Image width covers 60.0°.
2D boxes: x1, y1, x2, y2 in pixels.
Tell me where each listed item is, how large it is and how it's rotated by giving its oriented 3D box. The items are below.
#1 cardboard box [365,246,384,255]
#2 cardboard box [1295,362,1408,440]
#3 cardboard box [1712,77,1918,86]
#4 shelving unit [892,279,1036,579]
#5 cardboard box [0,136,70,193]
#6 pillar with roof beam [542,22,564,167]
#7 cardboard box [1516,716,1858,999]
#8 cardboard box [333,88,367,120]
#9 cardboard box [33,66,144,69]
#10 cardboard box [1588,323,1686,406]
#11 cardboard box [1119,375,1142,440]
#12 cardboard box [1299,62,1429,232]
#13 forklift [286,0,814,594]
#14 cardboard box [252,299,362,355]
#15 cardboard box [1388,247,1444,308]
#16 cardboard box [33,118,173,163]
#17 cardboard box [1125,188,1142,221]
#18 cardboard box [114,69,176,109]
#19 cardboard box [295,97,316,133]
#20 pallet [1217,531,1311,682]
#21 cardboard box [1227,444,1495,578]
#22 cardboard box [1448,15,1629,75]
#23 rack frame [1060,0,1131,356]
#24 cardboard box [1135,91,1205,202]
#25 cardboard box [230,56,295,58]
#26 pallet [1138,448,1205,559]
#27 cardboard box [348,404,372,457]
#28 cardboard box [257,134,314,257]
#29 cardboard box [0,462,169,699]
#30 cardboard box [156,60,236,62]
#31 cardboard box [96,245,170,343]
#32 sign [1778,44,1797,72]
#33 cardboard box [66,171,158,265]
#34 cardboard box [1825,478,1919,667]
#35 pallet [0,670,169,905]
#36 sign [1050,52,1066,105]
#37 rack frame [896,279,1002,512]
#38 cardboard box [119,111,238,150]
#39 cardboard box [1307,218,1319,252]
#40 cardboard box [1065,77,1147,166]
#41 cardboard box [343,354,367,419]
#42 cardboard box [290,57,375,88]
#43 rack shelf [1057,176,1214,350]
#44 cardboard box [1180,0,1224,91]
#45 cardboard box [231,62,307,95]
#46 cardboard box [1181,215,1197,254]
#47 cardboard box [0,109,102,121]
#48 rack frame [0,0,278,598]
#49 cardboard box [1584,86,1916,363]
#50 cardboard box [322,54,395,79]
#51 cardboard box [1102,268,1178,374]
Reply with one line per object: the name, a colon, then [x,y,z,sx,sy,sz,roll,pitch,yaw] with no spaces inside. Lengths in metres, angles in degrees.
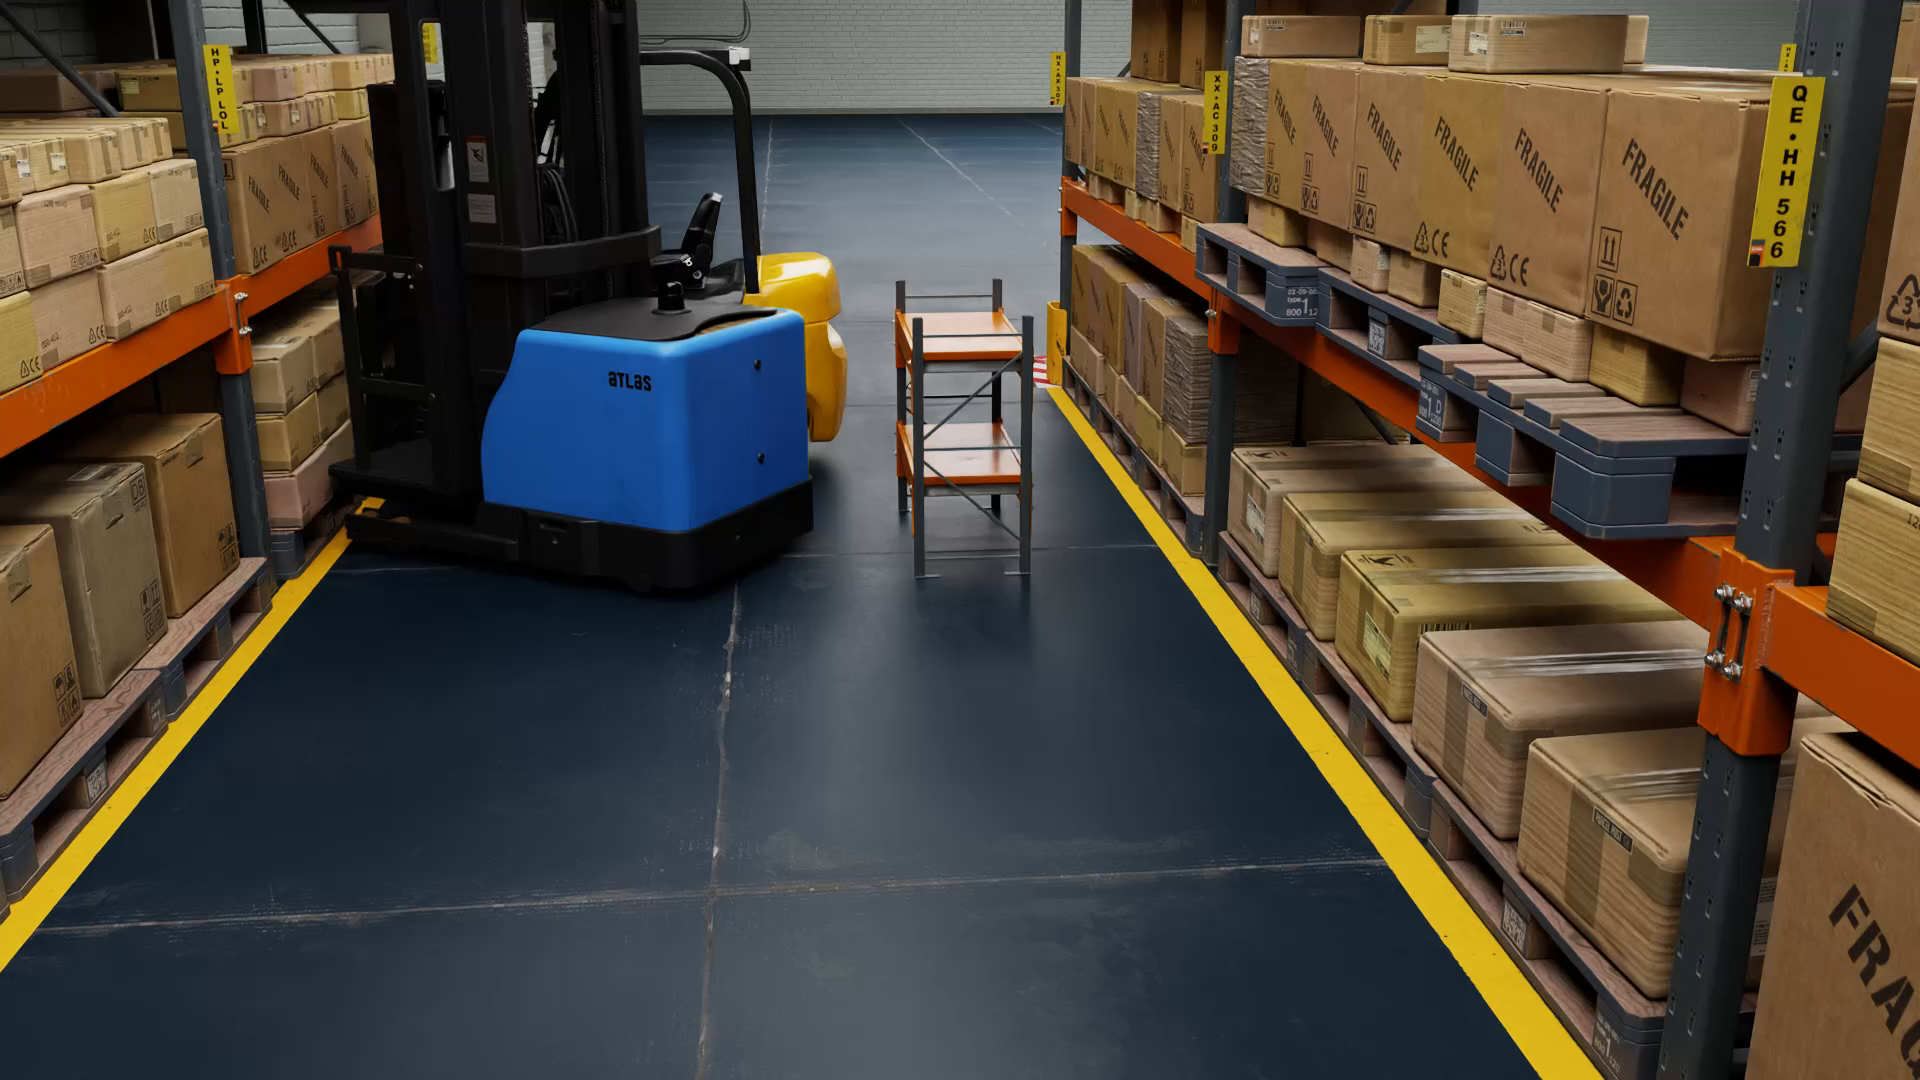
cardboard box: [-3.415,-1.614,10.031,0.500,0.250,0.500,-1,17,-4]
cardboard box: [1.785,-0.769,7.758,0.500,0.500,0.500,-1,17,-3]
cardboard box: [2.112,-0.834,3.960,0.500,0.500,0.500,-1,17,-3]
shelving unit: [0.001,-0.535,7.502,0.538,1.125,1.048,-2,18,-6]
cardboard box: [-2.963,-1.142,5.056,0.380,0.149,0.250,-2,18,-7]
pillar with roof beam: [-2.172,-10.499,26.096,9.100,9.000,0.400,-2,18,-6]
cardboard box: [1.941,0.737,4.006,0.950,0.372,0.625,-3,18,-9]
cardboard box: [-3.301,-2.257,8.610,0.380,0.149,0.250,-2,18,-5]
cardboard box: [-3.807,-1.997,7.283,0.380,0.149,0.250,-2,18,-7]
cardboard box: [1.622,-0.396,3.649,0.380,0.149,0.250,-2,17,-5]
cardboard box: [1.136,-0.705,8.806,0.500,0.250,0.500,-2,17,-5]
cardboard box: [1.430,-1.284,5.393,0.500,0.500,0.500,-2,18,-6]
forklift: [-2.218,-1.467,7.457,3.031,2.935,1.130,9,19,26]
cardboard box: [-3.203,-1.005,8.089,0.500,0.250,0.500,-1,17,-4]
cardboard box: [1.483,-0.777,4.864,0.380,0.149,0.250,-2,18,-7]
cardboard box: [-3.104,-1.447,6.028,0.380,0.149,0.250,-1,17,-4]
cardboard box: [1.073,-1.761,8.697,0.380,0.149,0.250,-2,18,-5]
cardboard box: [-3.232,-1.862,6.855,0.380,0.149,0.250,-2,17,-5]
cardboard box: [-3.191,-1.953,7.639,0.380,0.149,0.250,-2,18,-6]
pallet: [1.659,0.223,6.614,1.003,0.211,1.213,-2,18,-6]
cardboard box: [1.633,-0.130,6.768,0.950,0.372,0.625,-2,17,-5]
cardboard box: [1.540,-1.326,4.444,0.380,0.149,0.250,-3,18,-8]
rack frame: [1.164,-2.531,10.731,1.000,3.000,0.127,-2,18,-6]
cardboard box: [1.166,-1.961,8.252,0.500,0.500,0.500,-1,17,-4]
cardboard box: [-3.916,-2.612,9.241,0.380,0.149,0.250,-1,17,-5]
pallet: [1.472,-0.208,7.986,1.003,0.211,1.213,-2,18,-6]
cardboard box: [-3.217,-0.531,8.250,0.500,0.250,0.500,-1,17,-5]
cardboard box: [-3.216,-1.527,7.367,0.500,0.500,0.500,-1,17,-5]
cardboard box: [-3.223,0.135,5.504,0.875,0.625,0.625,-2,18,-6]
cardboard box: [-3.819,-2.307,8.272,0.380,0.149,0.250,-2,18,-5]
cardboard box: [-2.990,-0.821,5.536,0.500,0.250,0.500,-2,18,-6]
sign: [5.525,-3.149,11.123,0.100,0.325,0.005,-2,18,-6]
cardboard box: [-2.995,-1.060,5.462,0.500,0.250,0.500,-2,18,-7]
cardboard box: [1.790,0.078,2.672,0.500,0.250,0.500,-2,18,-7]
pallet: [-3.116,0.728,5.004,1.003,0.211,1.213,-2,18,-6]
sign: [0.625,-2.927,10.547,0.100,0.325,0.005,-2,18,-6]
rack frame: [-0.052,-0.686,7.985,0.500,1.125,0.032,-2,18,-6]
cardboard box: [-3.131,-1.645,6.659,0.380,0.149,0.250,-2,18,-7]
cardboard box: [1.442,-1.088,5.854,0.380,0.149,0.250,-1,17,-2]
cardboard box: [0.937,-2.571,10.194,0.500,0.500,0.500,-2,18,-6]
cardboard box: [-3.197,-0.765,8.162,0.500,0.250,0.500,-2,18,-6]
cardboard box: [-3.327,-2.475,8.806,0.380,0.149,0.250,-1,17,-4]
rack shelf: [1.371,-1.592,8.940,1.077,0.370,4.000,-2,18,-6]
cardboard box: [1.547,-2.599,8.616,0.700,0.500,0.500,-2,18,-6]
cardboard box: [-3.309,-2.169,7.832,0.380,0.149,0.250,-2,18,-6]
cardboard box: [1.208,-1.380,7.483,0.380,0.149,0.250,-1,17,-4]
cardboard box: [-3.649,-1.630,6.610,0.380,0.149,0.250,-2,18,-6]
rack frame: [-3.360,-1.185,6.443,1.000,3.000,0.127,-2,18,-6]
cardboard box: [1.666,-0.664,3.420,0.500,0.500,0.500,-2,18,-7]
cardboard box: [-3.526,-2.775,9.763,0.380,0.149,0.250,-2,18,-5]
cardboard box: [1.077,-1.216,9.179,0.500,0.500,0.500,-1,17,-5]
